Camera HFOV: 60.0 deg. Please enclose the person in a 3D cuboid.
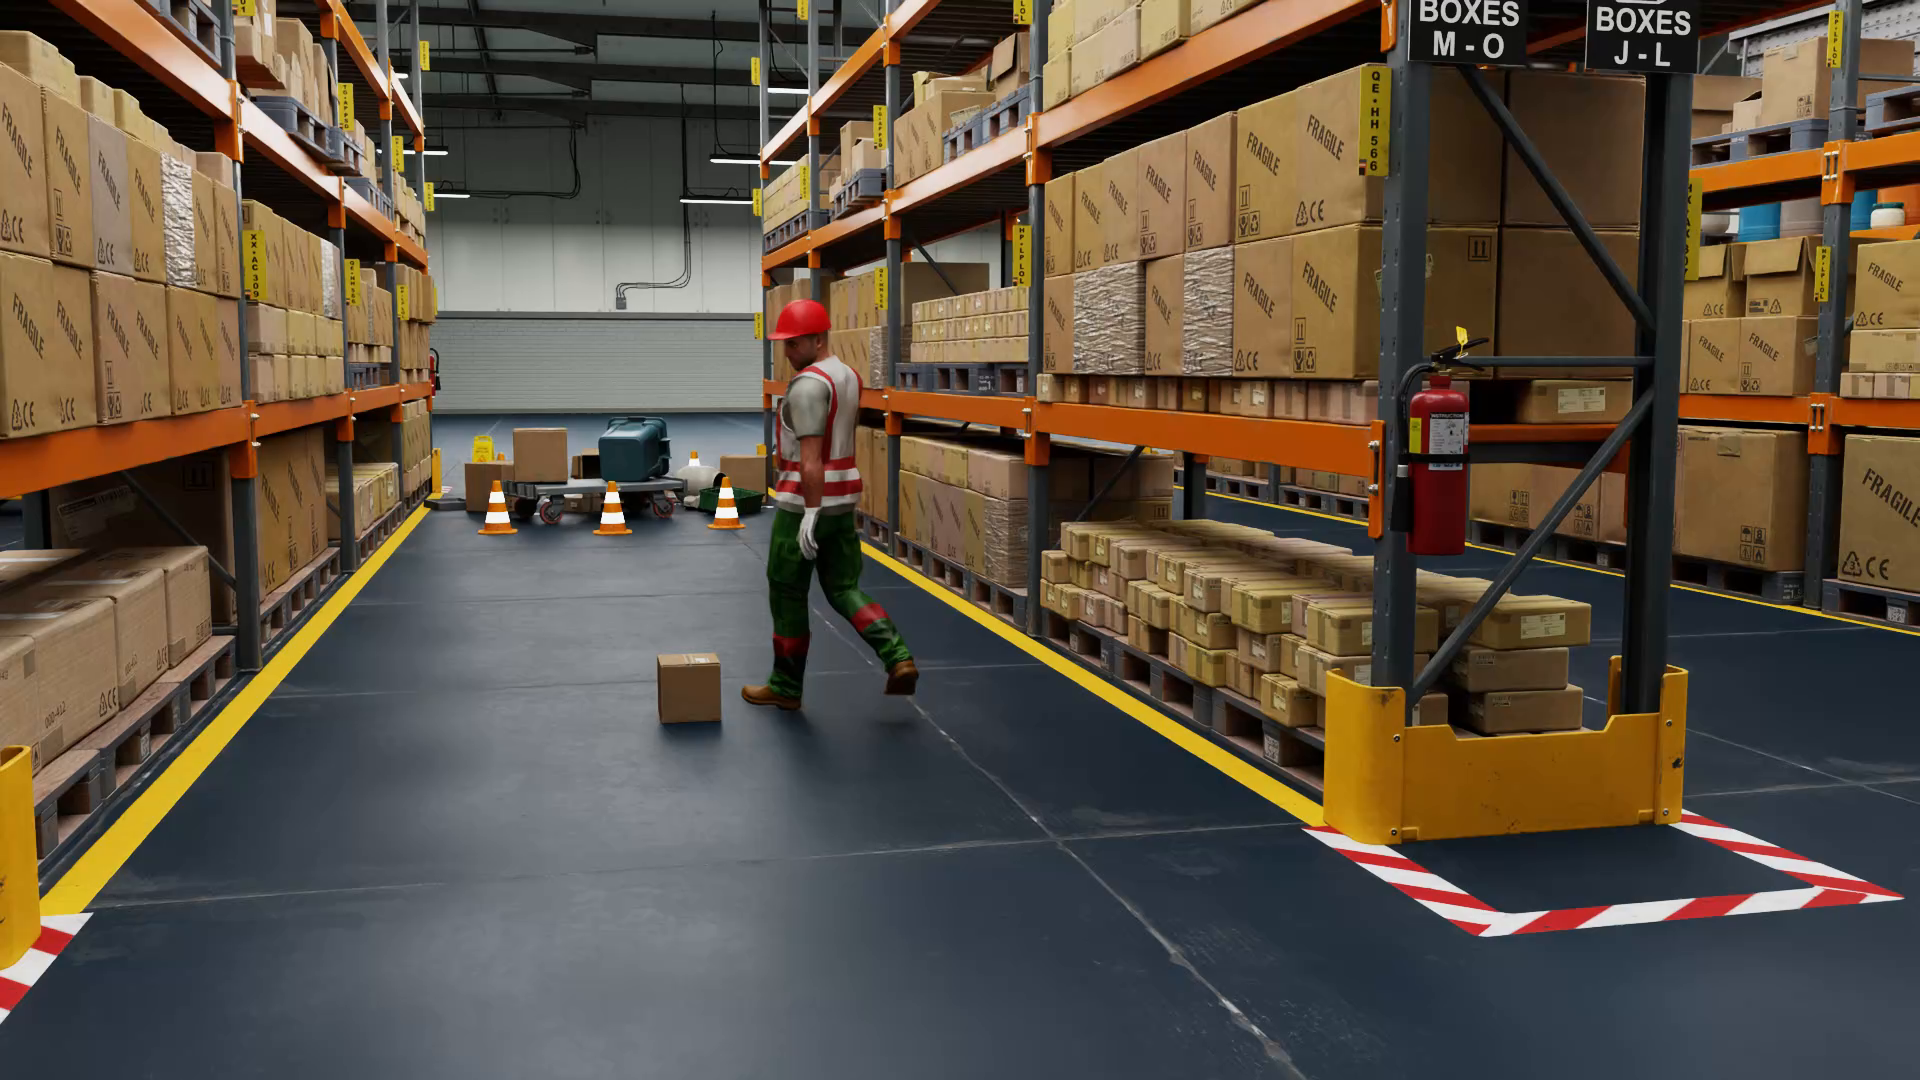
[{"bbox_3d":[-0.568,-0.134,7.075,0.880,1.763,0.602,3,7,28],"label":"person"}]
